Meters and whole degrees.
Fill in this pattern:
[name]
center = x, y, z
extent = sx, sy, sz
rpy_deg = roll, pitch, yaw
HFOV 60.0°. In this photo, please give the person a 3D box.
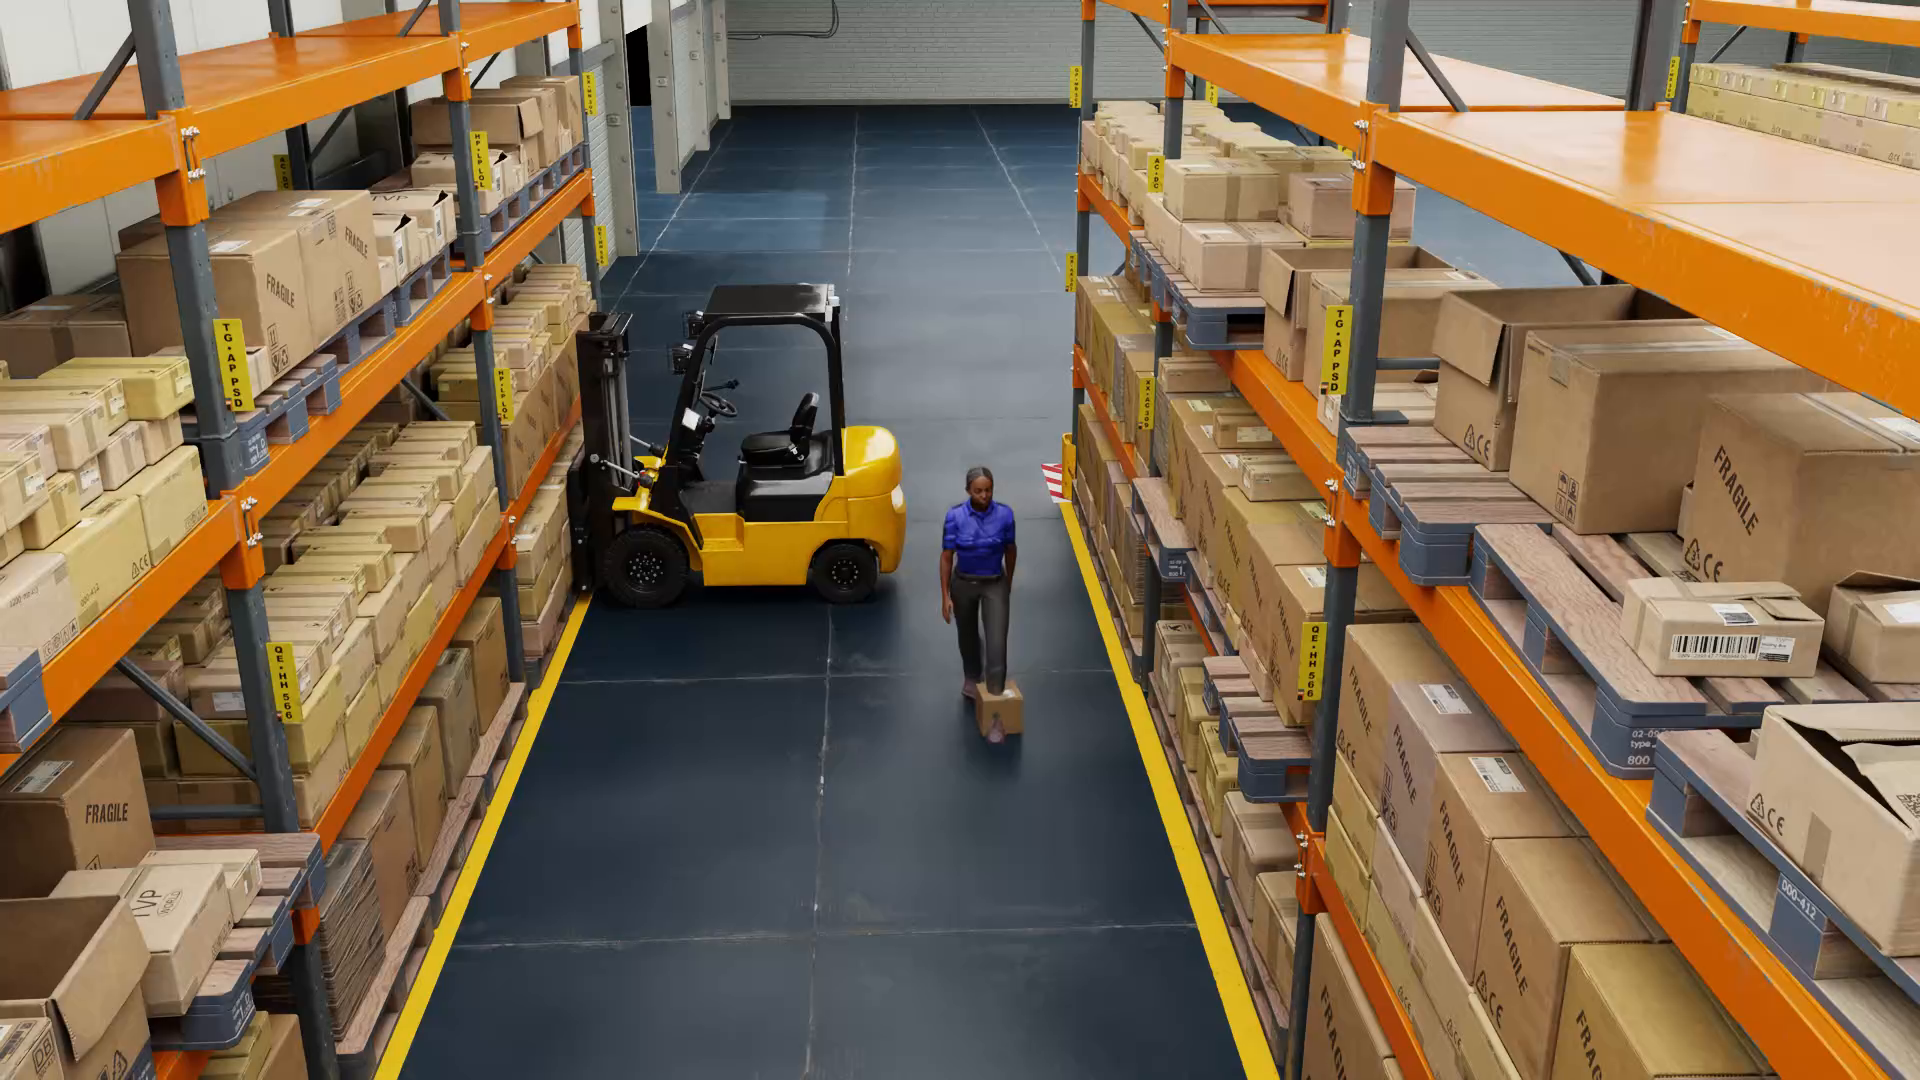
[person]
center = 0.113, 0.337, 10.211
extent = 0.472, 1.658, 0.867
rpy_deg = 0, 21, 1
